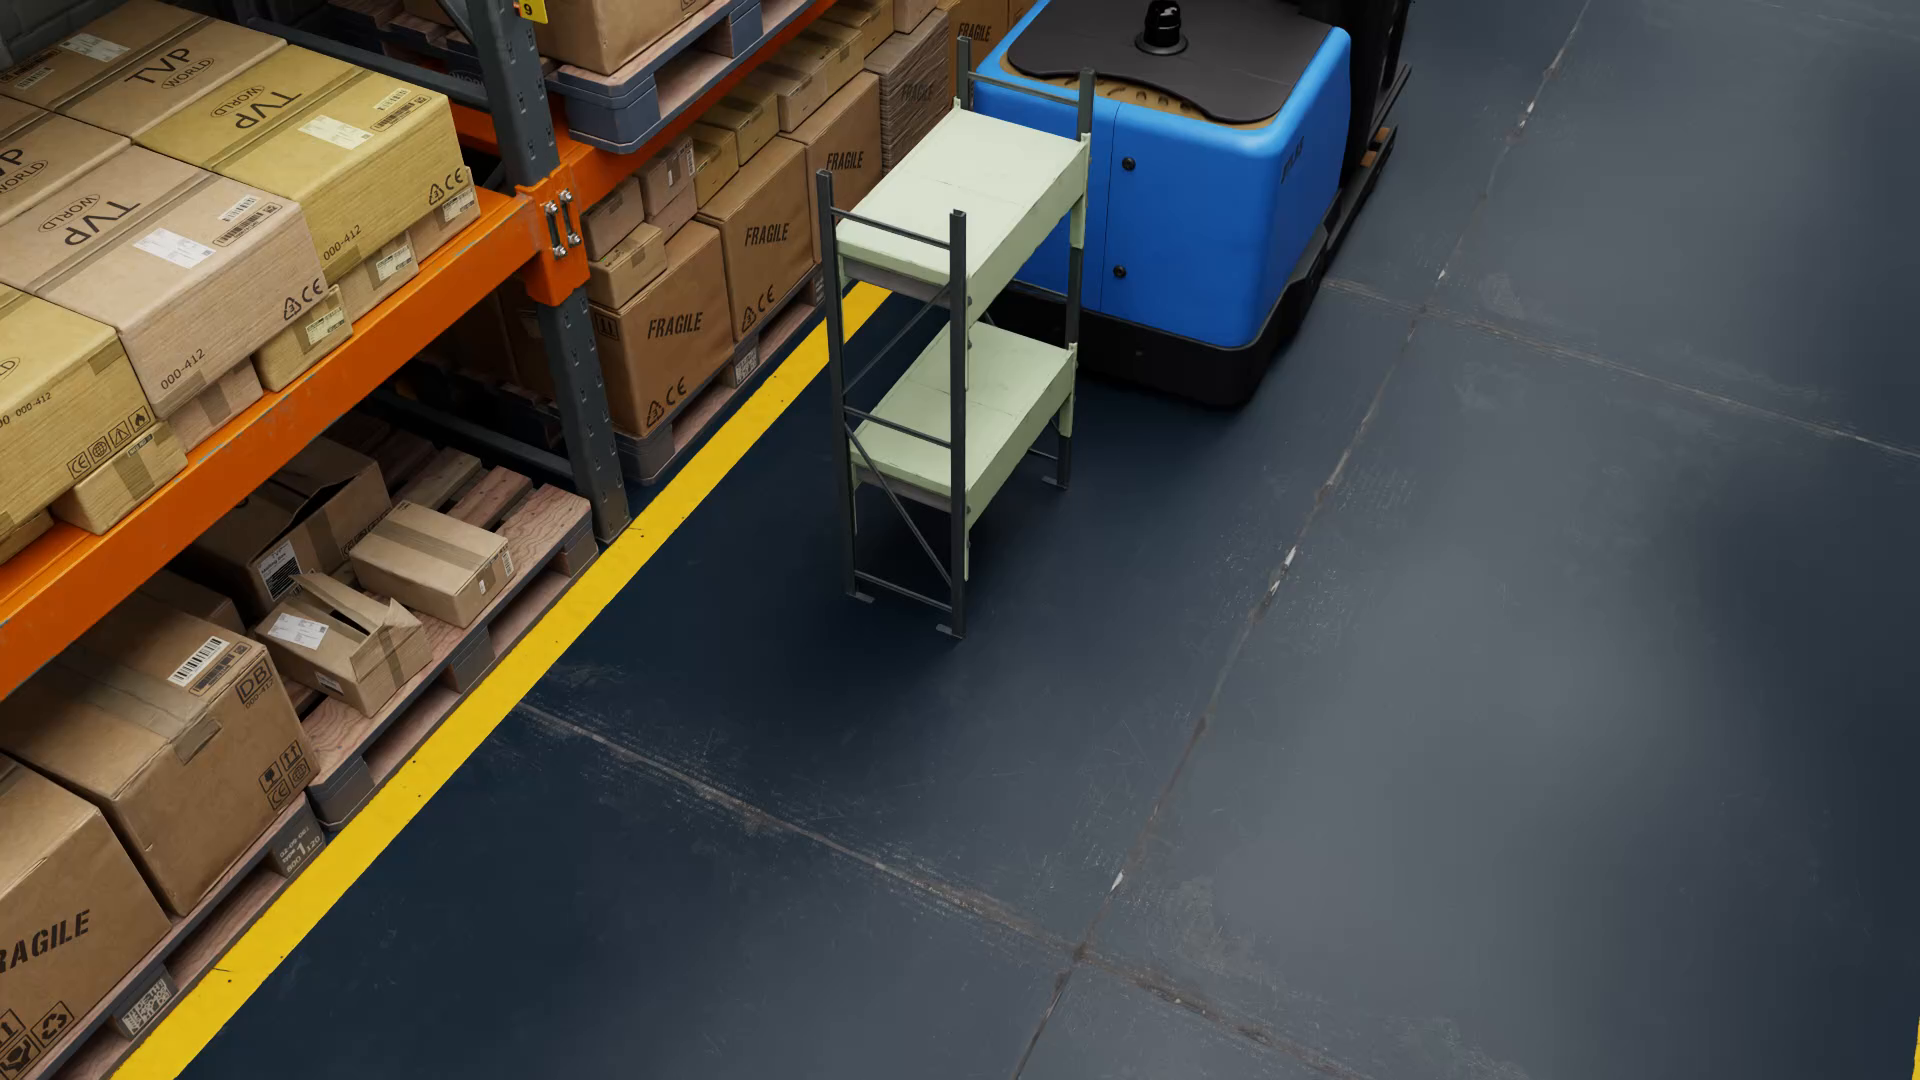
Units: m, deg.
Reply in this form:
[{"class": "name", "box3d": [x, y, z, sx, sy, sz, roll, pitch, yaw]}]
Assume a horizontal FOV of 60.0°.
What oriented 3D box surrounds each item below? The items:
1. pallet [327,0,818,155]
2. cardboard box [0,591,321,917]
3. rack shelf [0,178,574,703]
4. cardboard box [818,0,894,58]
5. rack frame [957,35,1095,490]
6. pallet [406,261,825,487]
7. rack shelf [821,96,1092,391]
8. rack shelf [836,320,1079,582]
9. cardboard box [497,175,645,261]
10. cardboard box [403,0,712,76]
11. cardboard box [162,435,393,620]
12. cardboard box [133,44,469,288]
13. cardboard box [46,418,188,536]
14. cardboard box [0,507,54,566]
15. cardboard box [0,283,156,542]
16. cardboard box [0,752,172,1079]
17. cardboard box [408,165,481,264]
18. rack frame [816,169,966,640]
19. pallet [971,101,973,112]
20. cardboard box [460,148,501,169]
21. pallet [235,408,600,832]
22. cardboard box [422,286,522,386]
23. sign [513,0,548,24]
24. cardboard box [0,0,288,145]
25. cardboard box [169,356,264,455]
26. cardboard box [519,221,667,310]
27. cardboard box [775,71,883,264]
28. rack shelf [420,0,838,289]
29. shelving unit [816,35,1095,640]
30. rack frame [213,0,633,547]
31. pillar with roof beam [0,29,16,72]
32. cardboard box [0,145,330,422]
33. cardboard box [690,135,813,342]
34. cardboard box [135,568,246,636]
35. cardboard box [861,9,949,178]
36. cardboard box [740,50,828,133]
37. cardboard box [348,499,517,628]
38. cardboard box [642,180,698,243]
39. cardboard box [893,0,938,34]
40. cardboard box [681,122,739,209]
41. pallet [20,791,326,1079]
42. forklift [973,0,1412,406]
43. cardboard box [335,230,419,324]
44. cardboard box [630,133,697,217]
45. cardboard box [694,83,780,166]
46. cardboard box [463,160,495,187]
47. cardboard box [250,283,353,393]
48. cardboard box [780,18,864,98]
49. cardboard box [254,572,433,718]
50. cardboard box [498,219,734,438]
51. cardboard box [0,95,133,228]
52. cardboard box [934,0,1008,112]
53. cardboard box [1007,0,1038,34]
[{"class": "pallet", "box3d": [-1.049, -1.637, 4.894, 1.003, 0.211, 1.213, 20, 49, 19]}, {"class": "cardboard box", "box3d": [-2.092, 0.480, 4.129, 0.700, 0.500, 0.500, 19, 48, 18]}, {"class": "rack shelf", "box3d": [-2.445, 0.276, 3.374, 1.077, 0.370, 4.000, 20, 49, 19]}, {"class": "cardboard box", "box3d": [-0.464, -1.895, 6.020, 0.380, 0.149, 0.250, 21, 49, 19]}, {"class": "rack frame", "box3d": [0.173, -0.762, 4.949, 0.400, 1.500, 0.023, 20, 49, 19]}, {"class": "pallet", "box3d": [-1.172, -0.782, 5.874, 1.003, 0.211, 1.213, 20, 49, 19]}, {"class": "rack shelf", "box3d": [0.003, -0.806, 4.443, 0.431, 0.370, 0.720, 20, 49, 19]}, {"class": "rack shelf", "box3d": [0.003, -0.302, 4.953, 0.431, 0.370, 0.720, 20, 49, 19]}, {"class": "cardboard box", "box3d": [-1.168, -0.997, 4.923, 0.380, 0.149, 0.250, 20, 49, 18]}, {"class": "cardboard box", "box3d": [-1.094, -1.651, 4.407, 0.700, 0.500, 0.500, 22, 49, 20]}, {"class": "cardboard box", "box3d": [-2.033, -0.101, 4.836, 0.500, 0.311, 0.500, 22, 49, 20]}, {"class": "cardboard box", "box3d": [-1.537, -0.888, 3.915, 0.500, 0.250, 0.500, 22, 49, 20]}, {"class": "cardboard box", "box3d": [-1.881, -0.195, 3.510, 0.380, 0.149, 0.250, 20, 49, 18]}, {"class": "cardboard box", "box3d": [-2.100, -0.069, 3.386, 0.380, 0.149, 0.250, 21, 49, 20]}, {"class": "cardboard box", "box3d": [-1.999, -0.257, 3.292, 0.500, 0.250, 0.500, 20, 49, 19]}, {"class": "cardboard box", "box3d": [-2.240, 0.834, 3.779, 0.500, 0.500, 0.500, 21, 49, 20]}, {"class": "cardboard box", "box3d": [-1.441, -0.864, 4.172, 0.380, 0.149, 0.250, 21, 49, 20]}, {"class": "rack frame", "box3d": [-0.167, -0.301, 4.493, 0.400, 1.500, 0.023, 20, 49, 19]}, {"class": "pallet", "box3d": [-0.607, -1.553, 6.637, 1.003, 0.211, 1.213, 20, 49, 19]}, {"class": "cardboard box", "box3d": [-1.484, -1.229, 5.361, 0.380, 0.149, 0.250, 20, 49, 19]}, {"class": "pallet", "box3d": [-1.836, 0.176, 4.928, 1.003, 0.211, 1.213, 20, 49, 19]}, {"class": "cardboard box", "box3d": [-1.551, -0.913, 5.506, 0.500, 0.500, 0.500, 20, 49, 19]}, {"class": "sign", "box3d": [-1.032, -1.367, 3.883, 0.100, 0.325, 0.005, 20, 49, 19]}, {"class": "cardboard box", "box3d": [-1.986, -1.066, 4.091, 0.500, 0.250, 0.500, 20, 49, 19]}, {"class": "cardboard box", "box3d": [-1.787, -0.365, 3.679, 0.380, 0.149, 0.250, 22, 49, 20]}, {"class": "cardboard box", "box3d": [-1.114, -0.872, 5.009, 0.380, 0.149, 0.250, 23, 50, 21]}, {"class": "cardboard box", "box3d": [-0.619, -1.388, 5.975, 0.500, 0.500, 0.500, 19, 48, 18]}, {"class": "rack shelf", "box3d": [-0.588, -2.244, 5.865, 1.077, 0.370, 4.000, 20, 49, 19]}, {"class": "shelving unit", "box3d": [0.003, -0.531, 4.721, 0.431, 1.500, 0.755, 20, 49, 19]}, {"class": "rack frame", "box3d": [-1.516, -1.237, 4.364, 1.000, 3.000, 0.127, 20, 49, 19]}, {"class": "pillar with roof beam", "box3d": [1.175, -1.783, 0.686, 9.100, 9.000, 0.400, 20, 49, 19]}, {"class": "cardboard box", "box3d": [-1.756, -0.567, 3.598, 0.500, 0.250, 0.500, 21, 49, 19]}, {"class": "cardboard box", "box3d": [-0.854, -1.075, 5.666, 0.500, 0.500, 0.500, 20, 49, 19]}, {"class": "cardboard box", "box3d": [-2.234, 0.229, 4.624, 0.380, 0.149, 0.250, 20, 49, 19]}, {"class": "cardboard box", "box3d": [-0.372, -1.713, 6.296, 0.500, 0.500, 0.500, 19, 48, 18]}, {"class": "cardboard box", "box3d": [-0.681, -1.560, 5.689, 0.380, 0.149, 0.250, 20, 49, 19]}, {"class": "cardboard box", "box3d": [-1.515, 0.065, 4.786, 0.380, 0.149, 0.250, 19, 48, 18]}, {"class": "cardboard box", "box3d": [-1.054, -1.072, 5.207, 0.380, 0.149, 0.250, 19, 48, 18]}, {"class": "cardboard box", "box3d": [-0.305, -2.033, 6.157, 0.380, 0.149, 0.250, 18, 48, 17]}, {"class": "cardboard box", "box3d": [-0.945, -1.238, 5.370, 0.380, 0.149, 0.250, 18, 48, 17]}, {"class": "pallet", "box3d": [-2.401, 0.947, 4.166, 1.003, 0.211, 1.213, 20, 49, 19]}, {"class": "forklift", "box3d": [1.112, -2.538, 5.698, 1.130, 2.935, 3.031, 19, 48, 17]}, {"class": "cardboard box", "box3d": [-1.542, -0.693, 4.003, 0.380, 0.149, 0.250, 22, 49, 20]}, {"class": "cardboard box", "box3d": [-1.036, -1.156, 5.081, 0.380, 0.149, 0.250, 18, 48, 17]}, {"class": "cardboard box", "box3d": [-0.830, -1.415, 5.545, 0.380, 0.149, 0.250, 20, 49, 18]}, {"class": "cardboard box", "box3d": [-1.601, -1.061, 5.196, 0.380, 0.149, 0.250, 19, 48, 18]}, {"class": "cardboard box", "box3d": [-1.642, -0.522, 3.833, 0.380, 0.149, 0.250, 22, 49, 20]}, {"class": "cardboard box", "box3d": [-0.564, -1.715, 5.843, 0.380, 0.149, 0.250, 22, 49, 20]}, {"class": "cardboard box", "box3d": [-1.681, 0.249, 4.522, 0.396, 0.266, 0.258, 22, 49, 20]}, {"class": "cardboard box", "box3d": [-1.093, -0.736, 5.331, 0.500, 0.500, 0.500, 22, 49, 21]}, {"class": "cardboard box", "box3d": [-2.212, -0.748, 3.776, 0.500, 0.250, 0.500, 20, 49, 19]}, {"class": "cardboard box", "box3d": [-0.148, -2.046, 6.625, 0.500, 0.500, 0.500, 22, 49, 21]}, {"class": "cardboard box", "box3d": [0.093, -2.377, 6.952, 0.500, 0.500, 0.500, 20, 49, 18]}]
